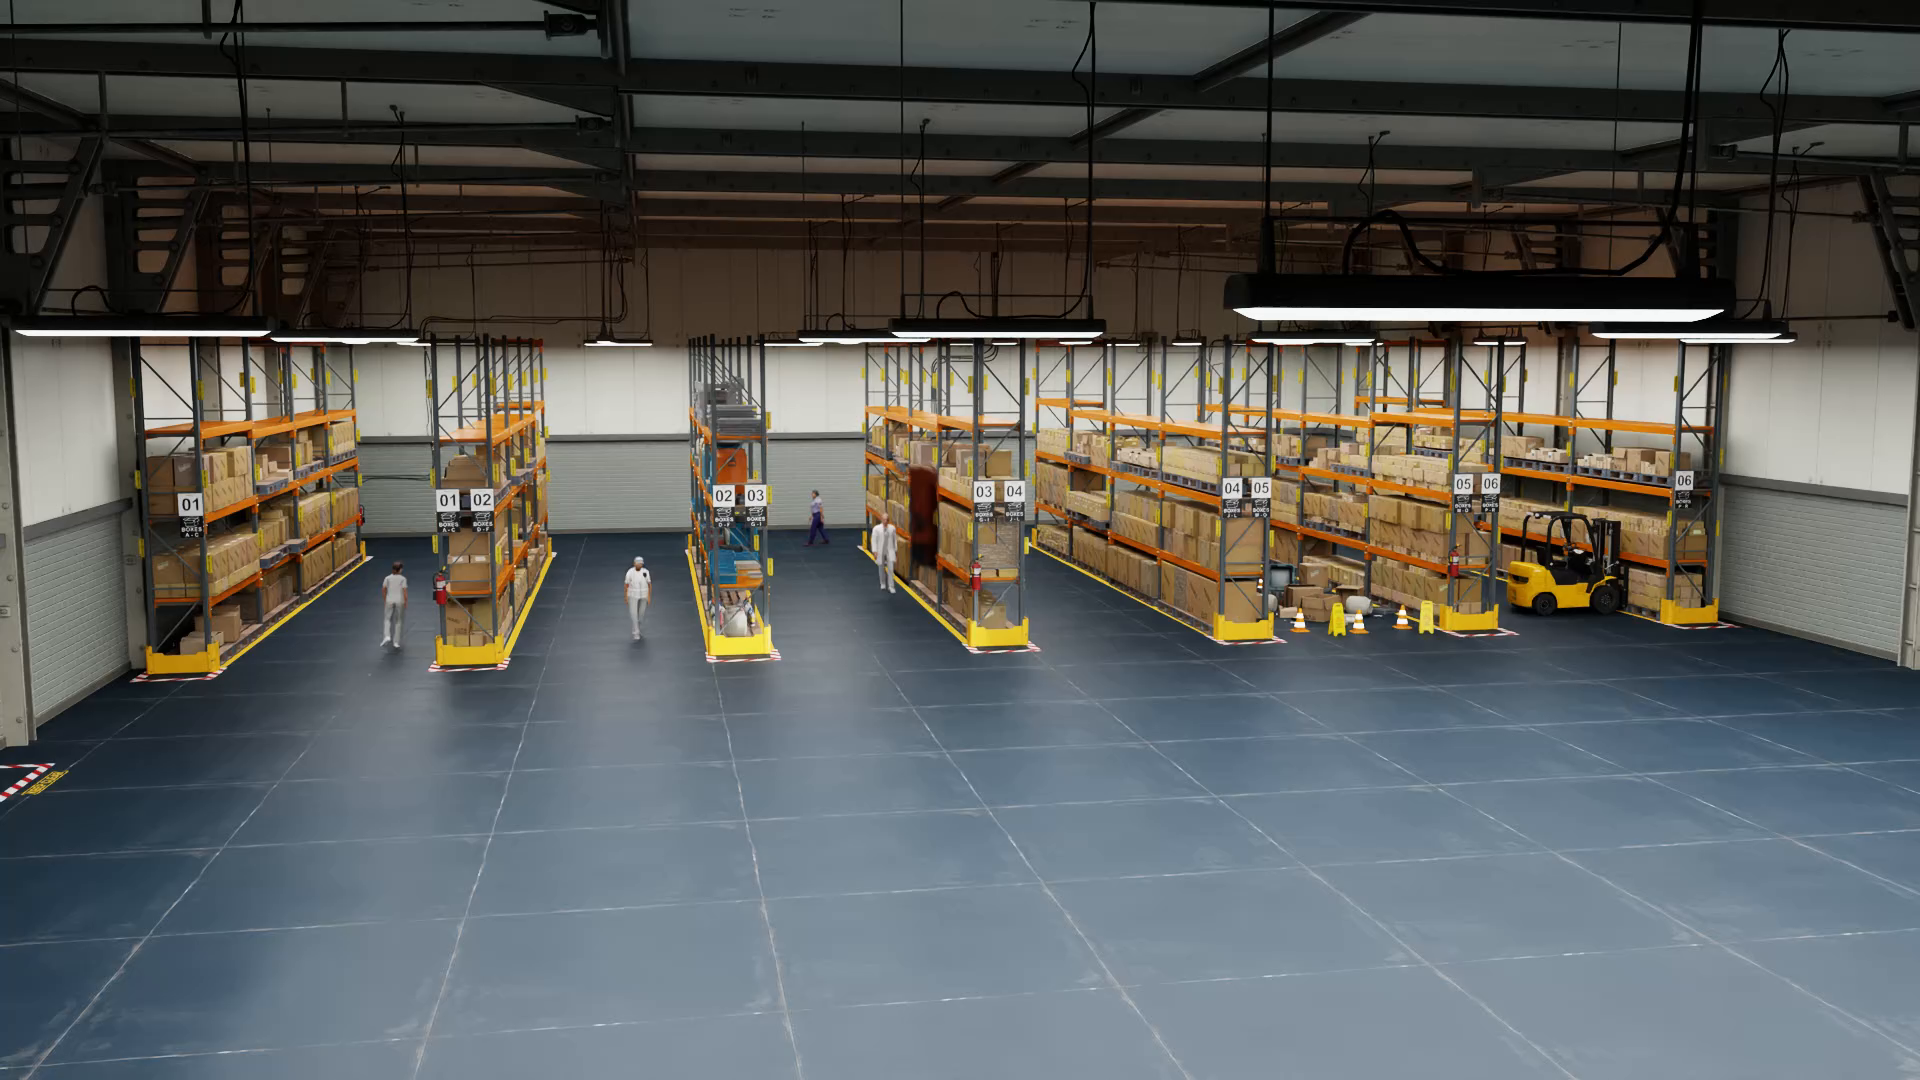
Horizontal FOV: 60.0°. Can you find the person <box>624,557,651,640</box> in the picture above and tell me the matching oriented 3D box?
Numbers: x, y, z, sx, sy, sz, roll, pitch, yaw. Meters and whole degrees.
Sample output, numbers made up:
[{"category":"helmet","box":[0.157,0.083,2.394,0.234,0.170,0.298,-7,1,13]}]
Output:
[{"category":"person","box":[-6.361,1.136,32.892,0.538,1.612,0.957,-4,8,-32]}]

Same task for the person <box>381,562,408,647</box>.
[{"category":"person","box":[-10.869,1.253,31.967,0.499,1.646,0.617,-1,7,-8]}]

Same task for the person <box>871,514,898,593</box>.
[{"category":"person","box":[-1.692,0.278,37.217,0.593,1.731,1.030,0,7,-2]}]

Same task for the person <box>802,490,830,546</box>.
[{"category":"person","box":[-4.226,-0.662,48.614,0.822,1.617,0.527,-2,7,-14]}]
